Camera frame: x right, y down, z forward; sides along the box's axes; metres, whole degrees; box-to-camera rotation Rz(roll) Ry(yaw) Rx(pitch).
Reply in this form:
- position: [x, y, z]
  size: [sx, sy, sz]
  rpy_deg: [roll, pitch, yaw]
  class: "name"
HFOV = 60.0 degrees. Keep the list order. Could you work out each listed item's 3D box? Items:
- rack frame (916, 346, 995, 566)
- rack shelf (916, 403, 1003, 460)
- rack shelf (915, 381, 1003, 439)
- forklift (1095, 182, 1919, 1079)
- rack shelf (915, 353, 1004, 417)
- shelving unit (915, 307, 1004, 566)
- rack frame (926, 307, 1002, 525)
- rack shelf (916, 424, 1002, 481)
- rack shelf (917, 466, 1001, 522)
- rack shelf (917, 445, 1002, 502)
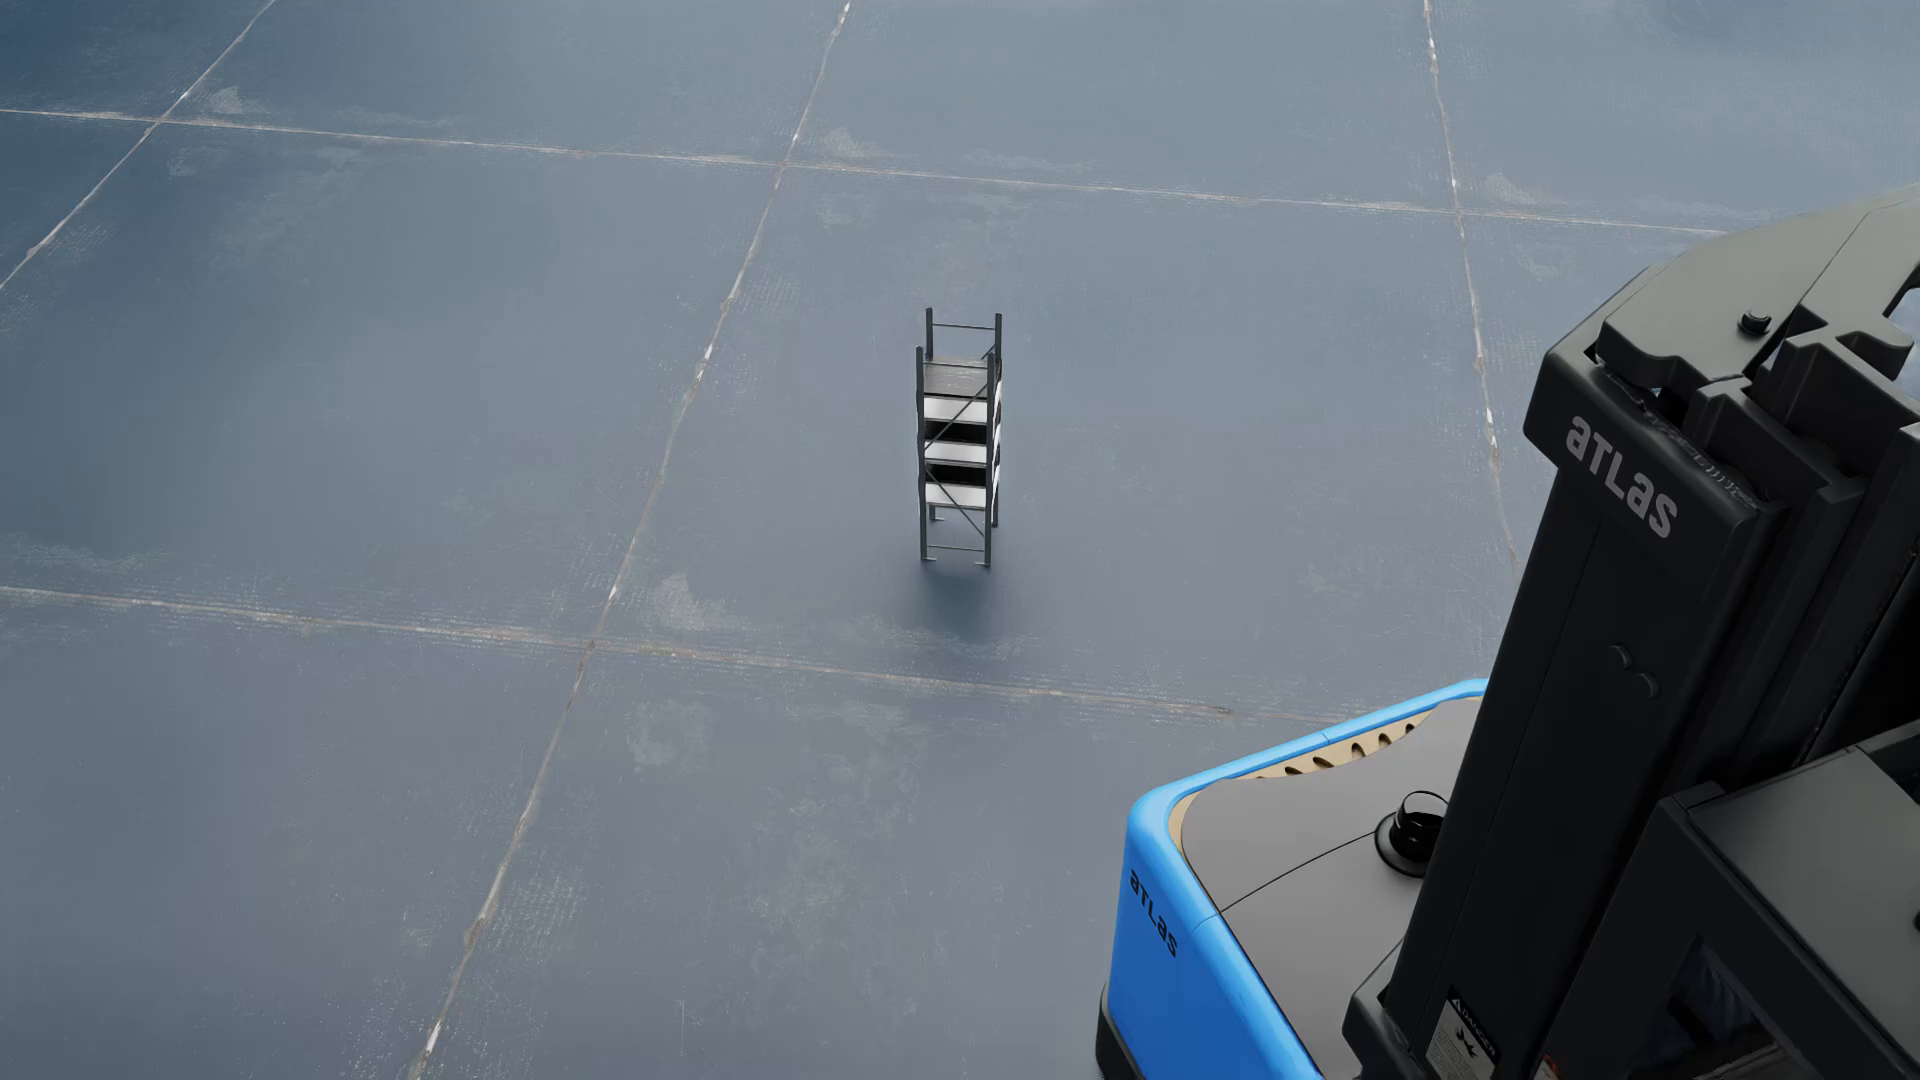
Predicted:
- position: [-0.015, -0.252, 5.362]
  size: [0.240, 0.900, 0.006]
  rpy_deg: [5, 44, 6]
  class: "rack frame"
- position: [-0.001, -0.362, 5.396]
  size: [0.258, 0.077, 0.200]
  rpy_deg: [5, 44, 6]
  class: "rack shelf"
- position: [-0.001, -0.428, 5.334]
  size: [0.258, 0.077, 0.200]
  rpy_deg: [5, 44, 6]
  class: "rack shelf"
- position: [1.385, 1.081, 2.477]
  size: [1.130, 2.935, 3.031]
  rpy_deg: [-16, 46, -16]
  class: "forklift"
- position: [-0.001, -0.493, 5.272]
  size: [0.258, 0.077, 0.200]
  rpy_deg: [5, 44, 6]
  class: "rack shelf"
- position: [-0.001, -0.321, 5.435]
  size: [0.258, 0.900, 0.210]
  rpy_deg: [5, 44, 6]
  class: "shelving unit"
- position: [0.012, -0.391, 5.508]
  size: [0.240, 0.900, 0.006]
  rpy_deg: [5, 44, 6]
  class: "rack frame"
- position: [-0.001, -0.297, 5.458]
  size: [0.258, 0.077, 0.200]
  rpy_deg: [5, 44, 6]
  class: "rack shelf"
- position: [-0.001, -0.166, 5.581]
  size: [0.258, 0.077, 0.200]
  rpy_deg: [5, 44, 6]
  class: "rack shelf"
- position: [-0.001, -0.232, 5.520]
  size: [0.258, 0.077, 0.200]
  rpy_deg: [5, 44, 6]
  class: "rack shelf"
